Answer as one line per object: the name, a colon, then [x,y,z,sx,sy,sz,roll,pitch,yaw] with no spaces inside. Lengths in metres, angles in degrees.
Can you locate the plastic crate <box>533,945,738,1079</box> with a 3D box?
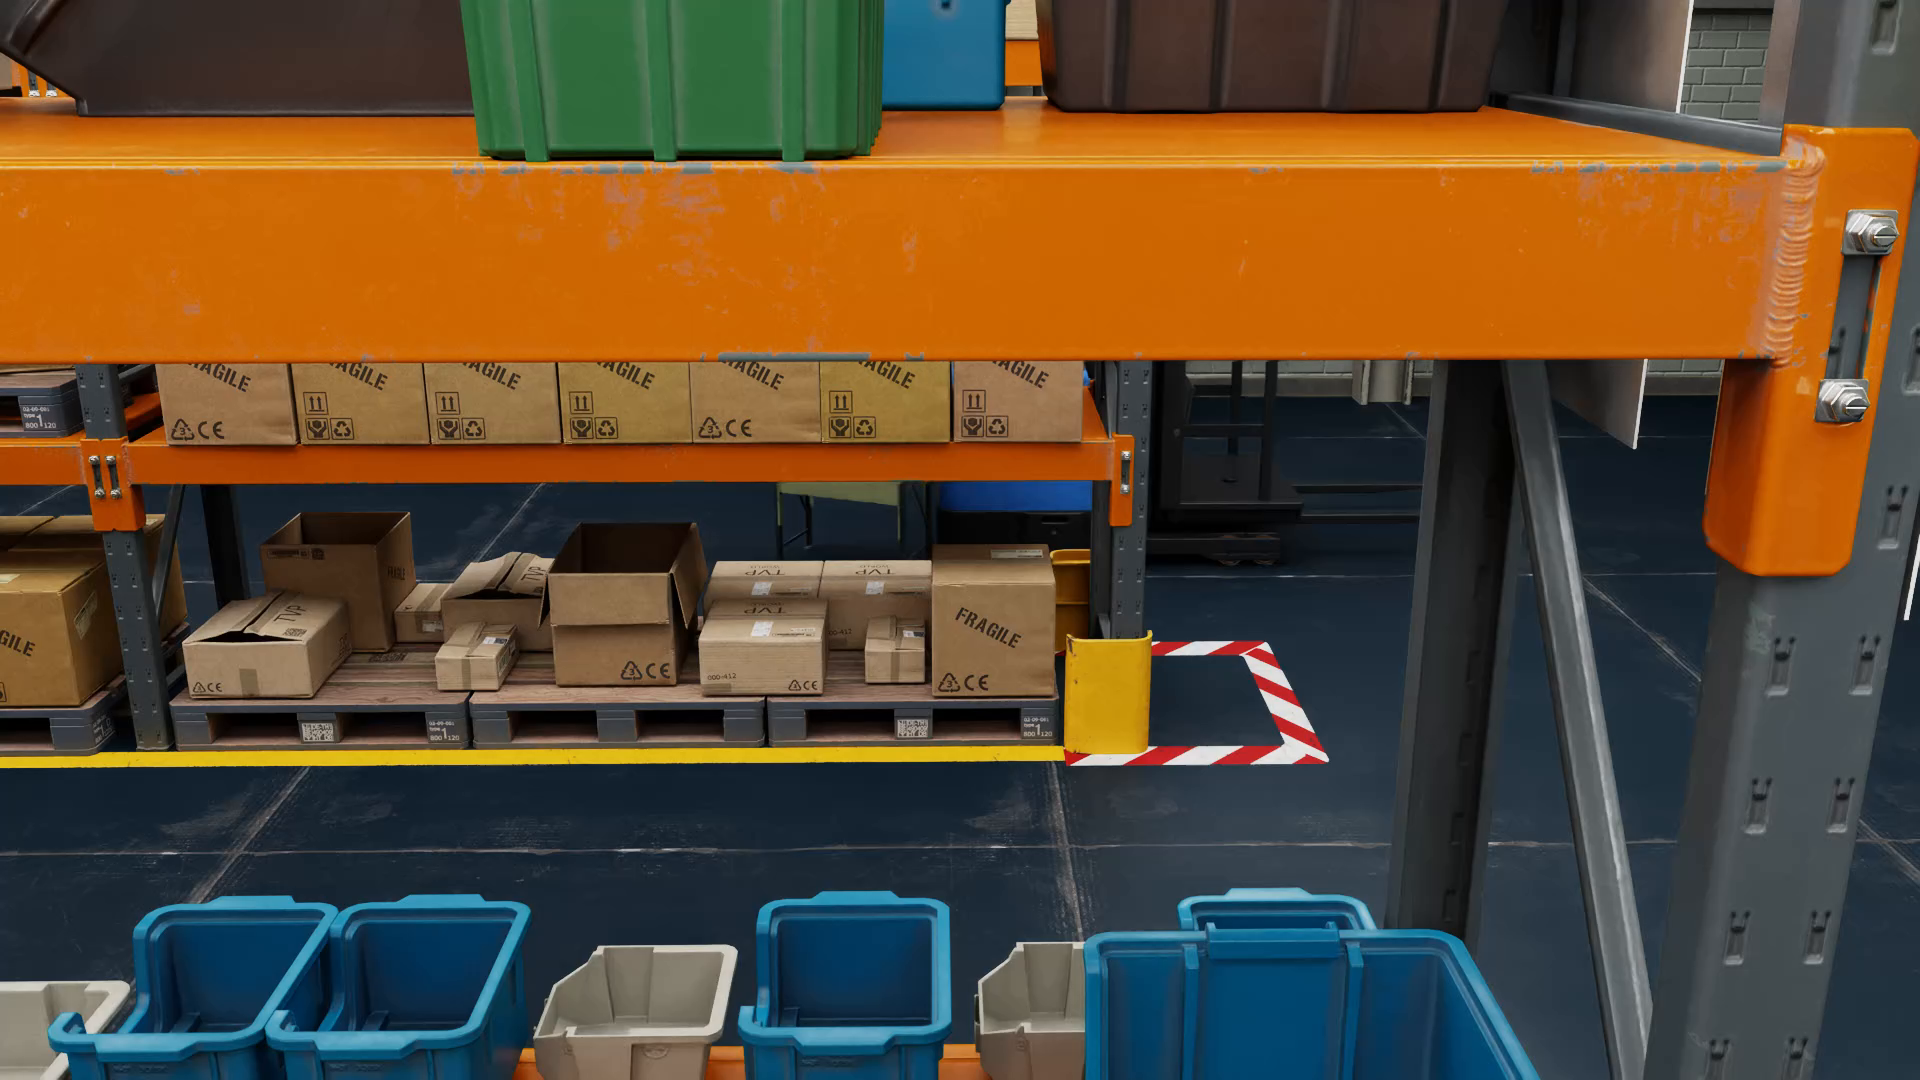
plastic crate: [-0.506,0.761,2.599,0.298,0.136,0.250,0,18,-1]

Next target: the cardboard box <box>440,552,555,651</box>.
cardboard box: [-2.012,0.268,7.484,0.500,0.311,0.500,0,18,-1]

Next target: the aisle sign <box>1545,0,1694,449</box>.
aisle sign: [0.814,-0.545,2.081,0.004,0.787,0.394,0,18,-1]

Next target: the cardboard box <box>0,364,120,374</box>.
cardboard box: [-3.805,-1.024,6.977,0.500,0.500,0.700,-6,19,-19]

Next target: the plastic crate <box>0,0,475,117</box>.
plastic crate: [-0.785,-0.692,1.984,0.767,0.338,0.504,0,18,-1]

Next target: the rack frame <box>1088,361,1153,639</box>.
rack frame: [0.672,-0.729,6.910,0.127,3.000,1.000,0,18,-1]

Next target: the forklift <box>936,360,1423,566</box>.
forklift: [1.382,-1.419,9.171,3.031,2.935,1.130,0,18,-1]

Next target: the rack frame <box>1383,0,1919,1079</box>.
rack frame: [0.747,0.785,2.191,0.053,2.616,0.949,0,18,-1]

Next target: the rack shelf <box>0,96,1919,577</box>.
rack shelf: [-1.253,-0.293,1.816,4.000,0.370,1.077,0,18,-1]

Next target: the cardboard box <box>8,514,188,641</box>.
cardboard box: [-3.815,0.199,7.390,0.500,0.500,0.500,-1,18,-3]

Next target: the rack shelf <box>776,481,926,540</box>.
rack shelf: [-0.576,-0.272,9.009,0.720,0.370,0.431,7,19,20]

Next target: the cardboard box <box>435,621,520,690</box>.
cardboard box: [-2.040,0.486,7.039,0.250,0.166,0.380,0,18,-1]

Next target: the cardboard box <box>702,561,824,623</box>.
cardboard box: [-0.876,0.291,7.510,0.500,0.250,0.500,0,18,-1]

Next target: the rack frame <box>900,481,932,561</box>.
rack frame: [-0.235,-0.543,8.784,0.023,1.500,0.400,7,19,20]

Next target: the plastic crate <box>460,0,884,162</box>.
plastic crate: [-0.235,-0.452,1.482,0.336,0.188,0.450,0,18,-1]

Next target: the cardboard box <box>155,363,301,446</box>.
cardboard box: [-2.813,-0.677,6.583,0.500,0.500,0.500,0,18,1]

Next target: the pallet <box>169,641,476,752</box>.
pallet: [-2.641,0.615,7.286,1.213,0.211,1.003,0,18,-1]

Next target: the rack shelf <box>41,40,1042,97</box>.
rack shelf: [-1.328,-1.805,6.532,4.000,0.370,1.077,0,18,-1]

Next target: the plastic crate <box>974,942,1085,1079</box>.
plastic crate: [0.172,0.757,2.609,0.298,0.136,0.250,0,18,-1]

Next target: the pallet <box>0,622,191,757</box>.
pallet: [-4.140,0.633,7.228,1.213,0.211,1.003,0,18,-1]

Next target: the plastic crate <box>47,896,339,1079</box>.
plastic crate: [-1.122,0.743,2.496,0.300,0.233,0.416,0,18,-1]

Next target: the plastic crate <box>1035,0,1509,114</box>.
plastic crate: [0.357,-0.666,2.016,0.590,0.269,0.497,0,18,-1]

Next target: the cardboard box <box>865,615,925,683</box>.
cardboard box: [-0.274,0.463,7.113,0.250,0.166,0.380,0,18,-1]

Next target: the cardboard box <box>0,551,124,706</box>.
cardboard box: [-3.816,0.361,6.885,0.500,0.500,0.500,0,18,-1]

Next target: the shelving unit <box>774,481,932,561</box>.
shelving unit: [-0.576,-0.583,8.909,0.755,1.500,0.431,7,19,20]

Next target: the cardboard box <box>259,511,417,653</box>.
cardboard box: [-2.762,0.181,7.443,0.500,0.500,0.500,0,18,-1]

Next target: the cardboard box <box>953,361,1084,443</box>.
cardboard box: [0.229,-0.692,6.629,0.500,0.500,0.500,0,18,1]

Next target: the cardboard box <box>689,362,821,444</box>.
cardboard box: [-0.789,-0.687,6.616,0.500,0.500,0.500,0,18,0]

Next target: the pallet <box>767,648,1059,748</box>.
pallet: [-0.201,0.603,7.322,1.213,0.211,1.003,0,18,-1]

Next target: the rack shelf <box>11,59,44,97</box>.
rack shelf: [-5.327,-1.786,6.472,4.000,0.370,1.077,0,18,-1]

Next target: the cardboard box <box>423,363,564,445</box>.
cardboard box: [-1.801,-0.682,6.599,0.500,0.500,0.500,0,18,-1]

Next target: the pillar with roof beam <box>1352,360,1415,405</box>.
pillar with roof beam: [3.344,-4.061,7.476,0.400,9.000,9.100,0,18,-1]
